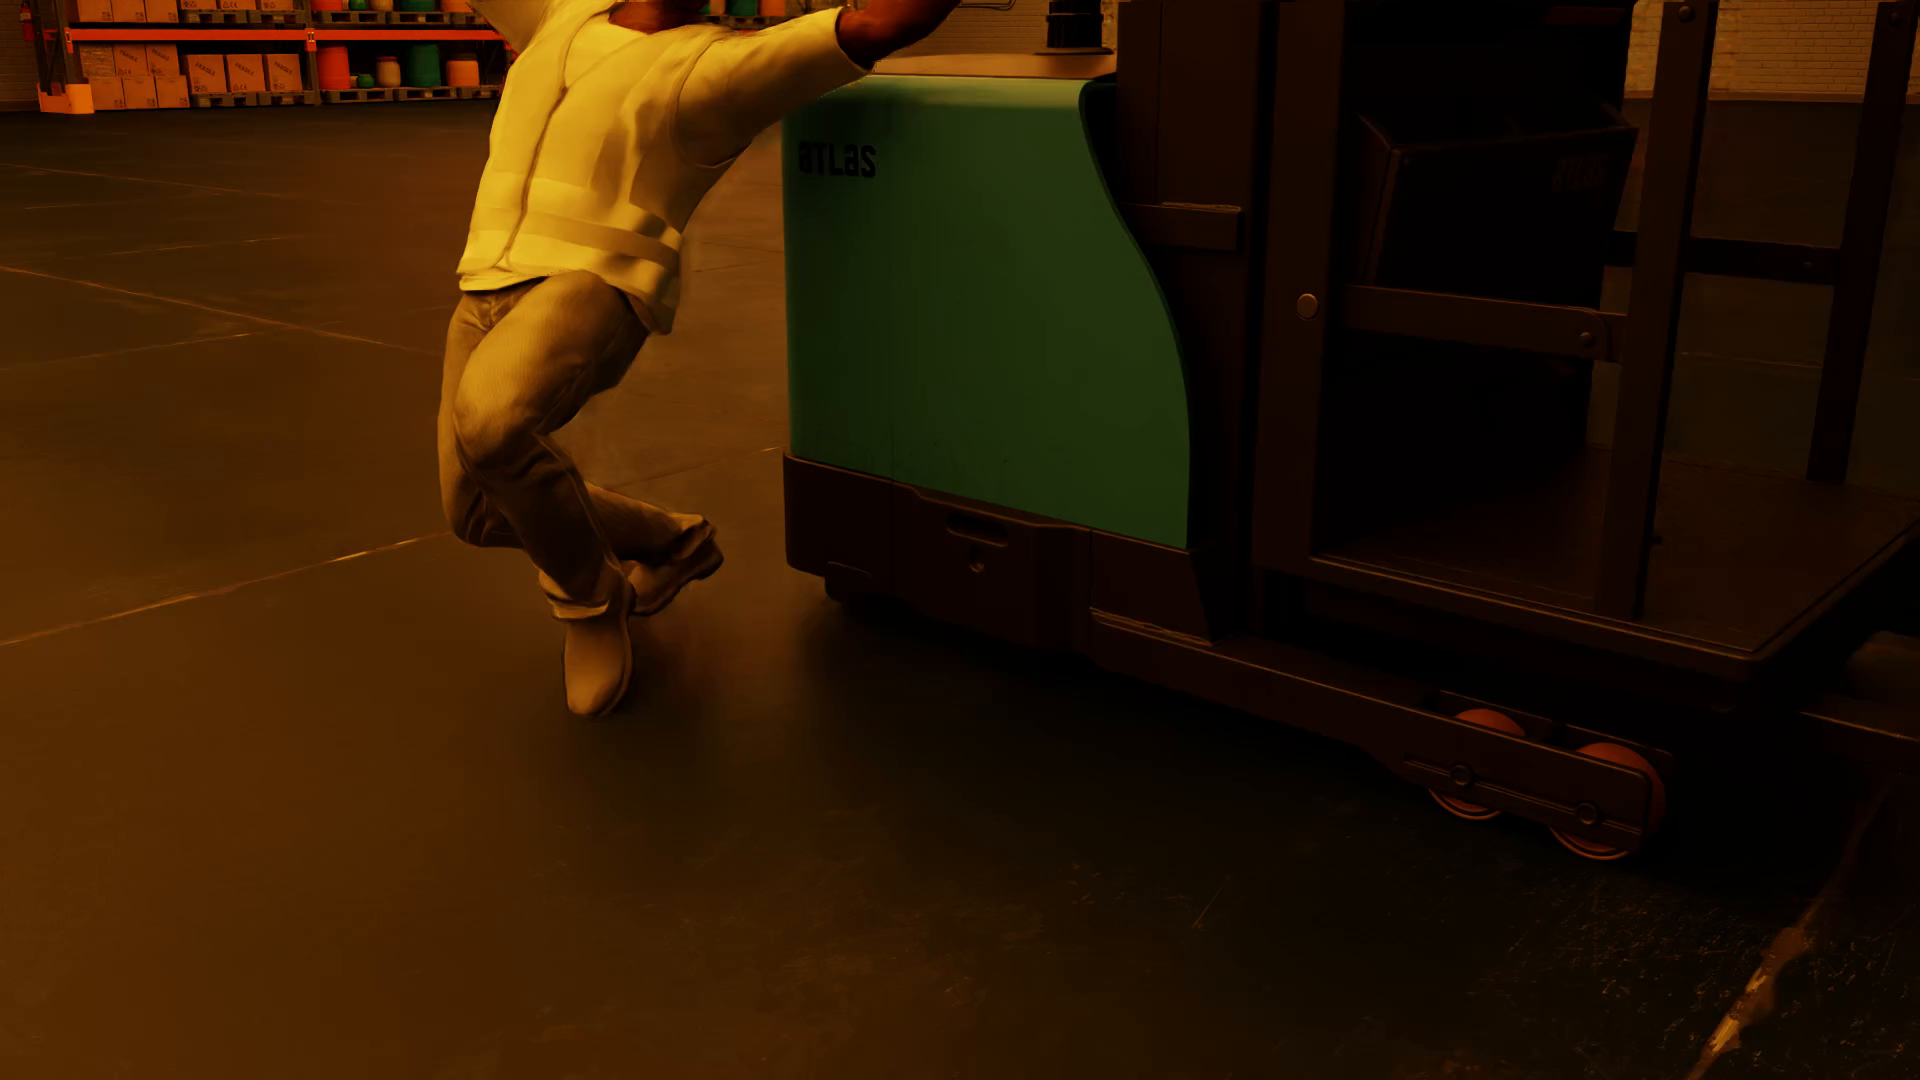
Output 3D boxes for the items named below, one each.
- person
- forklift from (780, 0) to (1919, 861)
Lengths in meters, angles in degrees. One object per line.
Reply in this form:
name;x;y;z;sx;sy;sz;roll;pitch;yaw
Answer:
person;-0.503;-0.500;2.859;1.154;1.635;0.842;11;20;33
forklift;1.062;-1.110;2.552;3.031;2.935;1.130;15;22;40
